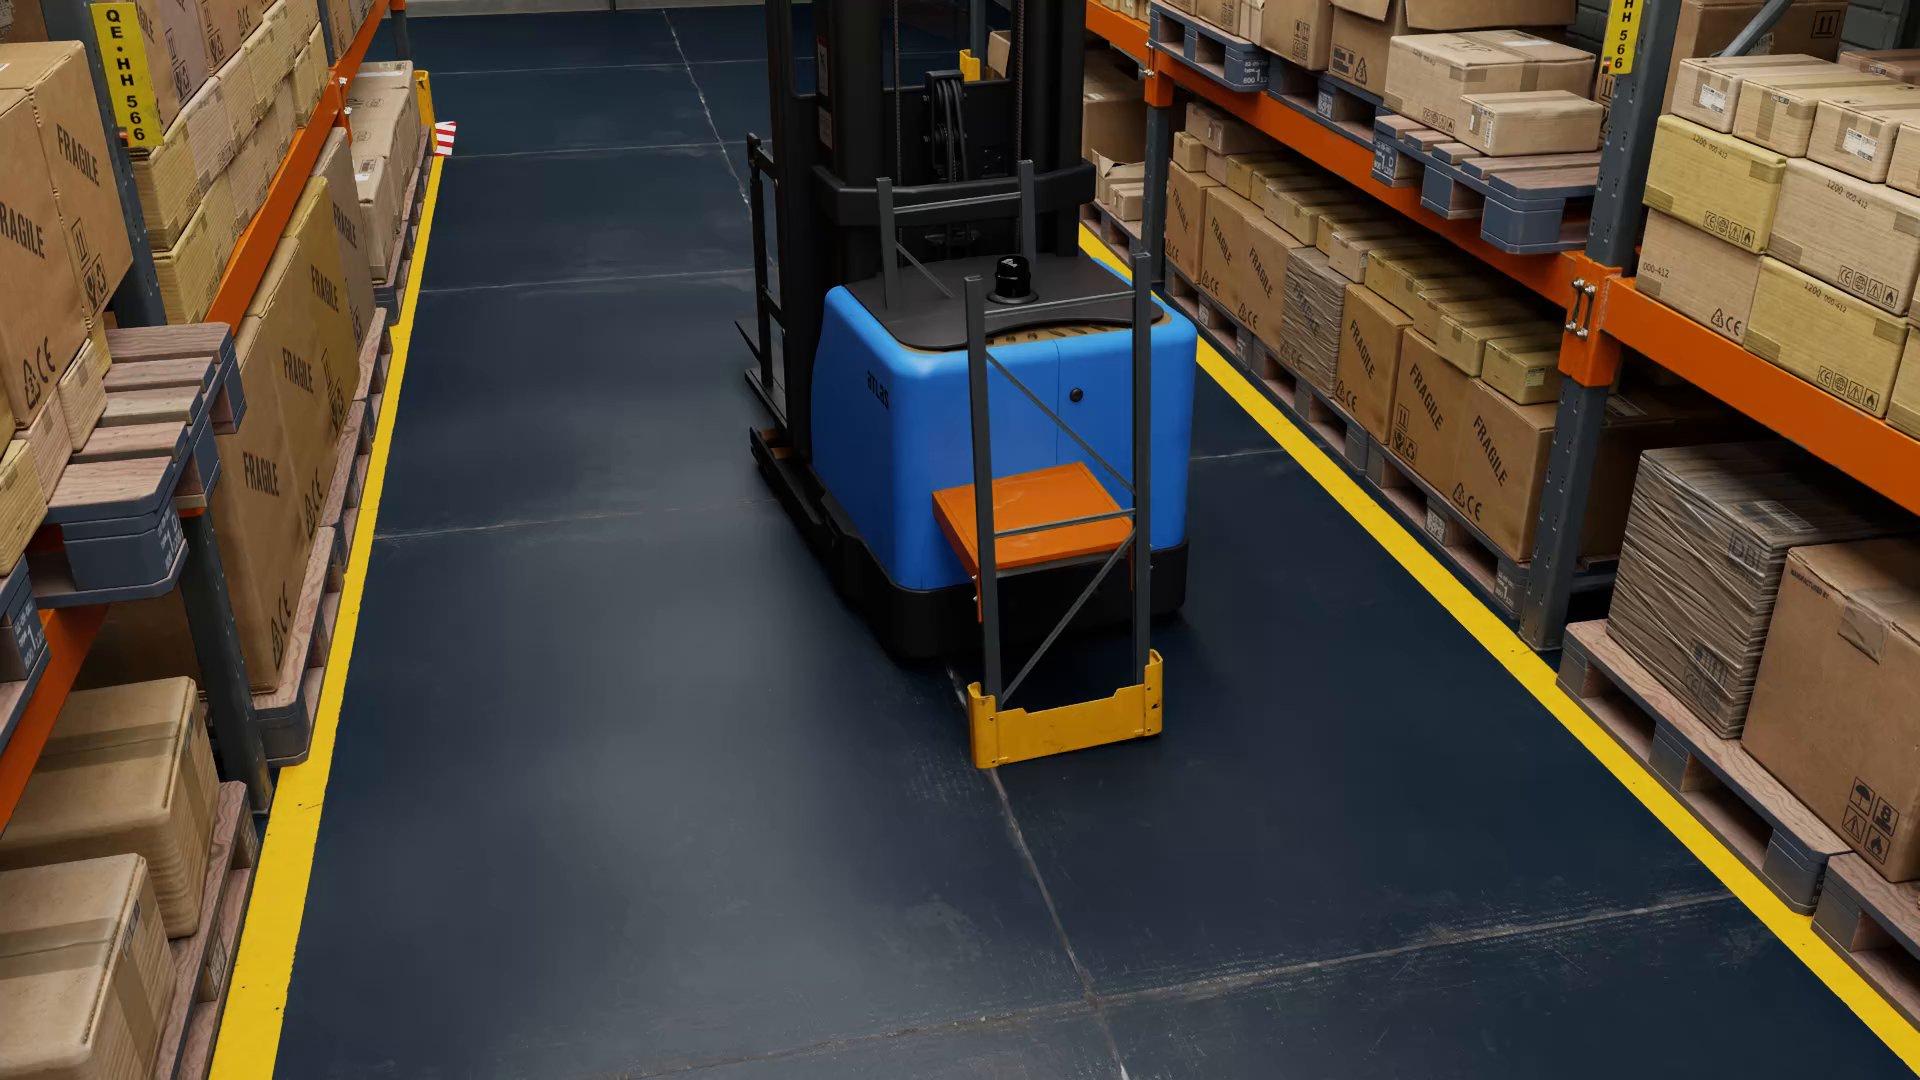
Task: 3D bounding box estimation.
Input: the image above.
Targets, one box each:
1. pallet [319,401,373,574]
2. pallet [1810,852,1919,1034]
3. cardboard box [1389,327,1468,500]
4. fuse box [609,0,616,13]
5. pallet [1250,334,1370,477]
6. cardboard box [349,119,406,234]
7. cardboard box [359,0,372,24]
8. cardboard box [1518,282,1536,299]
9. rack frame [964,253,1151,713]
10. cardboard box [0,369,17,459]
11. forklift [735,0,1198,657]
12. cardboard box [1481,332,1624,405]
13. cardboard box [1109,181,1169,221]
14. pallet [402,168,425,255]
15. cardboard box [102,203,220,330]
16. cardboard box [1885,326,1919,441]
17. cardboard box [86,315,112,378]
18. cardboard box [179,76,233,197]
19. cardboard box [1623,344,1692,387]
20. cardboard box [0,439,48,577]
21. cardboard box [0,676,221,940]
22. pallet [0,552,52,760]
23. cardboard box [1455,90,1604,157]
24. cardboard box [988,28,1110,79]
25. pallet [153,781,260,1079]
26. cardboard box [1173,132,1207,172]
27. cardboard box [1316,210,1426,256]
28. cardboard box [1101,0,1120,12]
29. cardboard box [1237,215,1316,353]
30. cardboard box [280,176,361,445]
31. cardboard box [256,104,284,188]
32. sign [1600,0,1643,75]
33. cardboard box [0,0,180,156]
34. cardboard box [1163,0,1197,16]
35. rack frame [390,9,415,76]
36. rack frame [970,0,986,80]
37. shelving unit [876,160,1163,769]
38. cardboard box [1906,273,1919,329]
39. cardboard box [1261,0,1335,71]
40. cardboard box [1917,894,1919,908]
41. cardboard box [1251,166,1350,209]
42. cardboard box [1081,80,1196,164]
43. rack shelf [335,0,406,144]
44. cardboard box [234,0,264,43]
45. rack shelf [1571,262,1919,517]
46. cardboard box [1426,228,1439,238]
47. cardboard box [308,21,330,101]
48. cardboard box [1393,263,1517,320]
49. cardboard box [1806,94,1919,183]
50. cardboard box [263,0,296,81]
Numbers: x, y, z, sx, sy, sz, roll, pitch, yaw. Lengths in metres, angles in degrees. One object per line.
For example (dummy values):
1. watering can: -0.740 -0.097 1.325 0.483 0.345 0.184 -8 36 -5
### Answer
1. pallet: -2.832 -0.176 6.365 1.003 0.211 1.213 -6 27 -12
2. pallet: 2.798 1.106 3.824 1.003 0.211 1.213 -6 27 -12
3. cardboard box: 1.972 -0.495 6.209 0.500 0.500 0.500 -6 27 -12
4. fuse box: -3.473 -6.092 16.421 0.539 1.711 0.414 -6 27 -12
5. pallet: 1.976 -0.660 7.323 1.003 0.211 1.213 -6 27 -12
6. cardboard box: -3.597 -2.012 9.285 0.875 0.438 0.875 -7 28 -13
7. cardboard box: -3.424 -3.006 8.766 0.500 0.500 0.500 -6 27 -11
8. cardboard box: 2.426 -1.009 6.509 0.380 0.149 0.250 -7 28 -14
9. rack frame: 0.291 -0.043 4.641 0.500 1.500 0.032 -10 28 -12
10. cardboard box: -1.841 -0.279 2.567 0.500 0.500 0.500 -8 28 -15
11. forklift: -0.217 -1.574 6.116 1.130 2.935 3.031 -9 28 -18
12. cardboard box: 2.021 -0.591 5.680 0.380 0.149 0.250 -7 28 -14
13. cardboard box: 1.066 -1.924 9.431 0.380 0.149 0.250 -7 28 -13
14. pallet: -3.731 -1.922 9.824 1.003 0.211 1.213 -6 27 -12
15. cardboard box: -2.321 -0.706 4.487 0.500 0.250 0.500 -6 27 -12
16. cardboard box: 2.472 -0.305 3.692 0.500 0.250 0.500 -7 28 -13
17. cardboard box: -2.022 -0.378 3.482 0.380 0.149 0.250 -6 27 -11
18. cardboard box: -2.445 -1.164 4.838 0.500 0.250 0.500 -5 27 -10
19. cardboard box: 2.565 -0.660 5.817 0.380 0.149 0.250 -5 27 -9
20. cardboard box: -1.797 -0.041 2.815 0.380 0.149 0.250 -5 27 -11
21. cardboard box: -2.339 0.702 3.981 0.950 0.372 0.625 -8 28 -15
22. pallet: -1.970 0.418 2.306 1.003 0.211 1.213 -6 27 -12
23. cardboard box: 1.857 -1.363 5.435 0.380 0.149 0.250 -5 27 -11
24. cardboard box: 0.621 -3.345 11.854 0.797 0.503 0.637 -7 28 -14
25. pallet: -2.282 1.055 3.925 1.003 0.211 1.213 -6 27 -12
26. cardboard box: 1.299 -1.971 8.415 0.380 0.149 0.250 -5 27 -9
27. cardboard box: 1.744 -1.289 7.063 0.380 0.149 0.250 -6 27 -11
28. cardboard box: 0.998 -3.020 9.184 0.380 0.149 0.250 -5 27 -10
29. cardboard box: 1.605 -1.179 7.564 0.500 0.500 0.500 -7 28 -13
30. cardboard box: -2.929 -0.868 6.533 0.875 0.875 0.875 -5 27 -10
31. cardboard box: -2.682 -1.377 5.816 0.500 0.250 0.500 -6 27 -12
32. sign: 1.852 -1.461 4.618 0.100 0.325 0.005 -6 27 -12
33. cardboard box: -2.329 -1.265 4.207 0.500 0.500 0.500 -7 28 -13
34. cardboard box: 1.368 -2.792 7.875 0.700 0.500 0.500 -5 27 -10
35. rack frame: -4.259 -4.045 10.935 1.000 3.000 0.127 -6 27 -12
36. rack frame: 0.576 -4.551 11.937 1.000 3.000 0.127 -6 27 -12
37. shelving unit: 0.154 -0.268 5.086 0.587 1.500 1.083 -10 28 -12
38. cardboard box: 2.453 -0.524 3.570 0.500 0.250 0.500 -7 28 -13
39. cardboard box: 1.662 -2.220 6.742 0.700 0.500 0.500 -6 27 -12
40. cardboard box: 2.813 0.691 3.722 0.875 0.625 0.625 -7 28 -14
41. cardboard box: 1.581 -1.627 7.733 0.380 0.149 0.250 -6 27 -12
42. cardboard box: 1.010 -2.509 10.200 0.700 0.500 0.500 -7 28 -14
43. rack shelf: -3.808 -2.846 9.357 1.077 0.370 4.000 -6 27 -12
44. cardboard box: -2.662 -1.933 5.529 0.500 0.500 0.500 -6 27 -11
45. rack shelf: 2.830 0.161 3.401 1.077 0.370 4.000 -6 27 -12
46. cardboard box: 2.202 -1.345 7.175 0.380 0.149 0.250 -7 28 -14
47. cardboard box: -3.011 -2.051 7.150 0.500 0.250 0.500 -7 28 -13
48. cardboard box: 1.897 -0.948 6.388 0.380 0.149 0.250 -5 27 -10
49. cardboard box: 2.308 -0.976 4.023 0.380 0.149 0.250 -5 27 -10
50. cardboard box: -2.779 -1.831 6.160 0.500 0.250 0.500 -5 27 -10
